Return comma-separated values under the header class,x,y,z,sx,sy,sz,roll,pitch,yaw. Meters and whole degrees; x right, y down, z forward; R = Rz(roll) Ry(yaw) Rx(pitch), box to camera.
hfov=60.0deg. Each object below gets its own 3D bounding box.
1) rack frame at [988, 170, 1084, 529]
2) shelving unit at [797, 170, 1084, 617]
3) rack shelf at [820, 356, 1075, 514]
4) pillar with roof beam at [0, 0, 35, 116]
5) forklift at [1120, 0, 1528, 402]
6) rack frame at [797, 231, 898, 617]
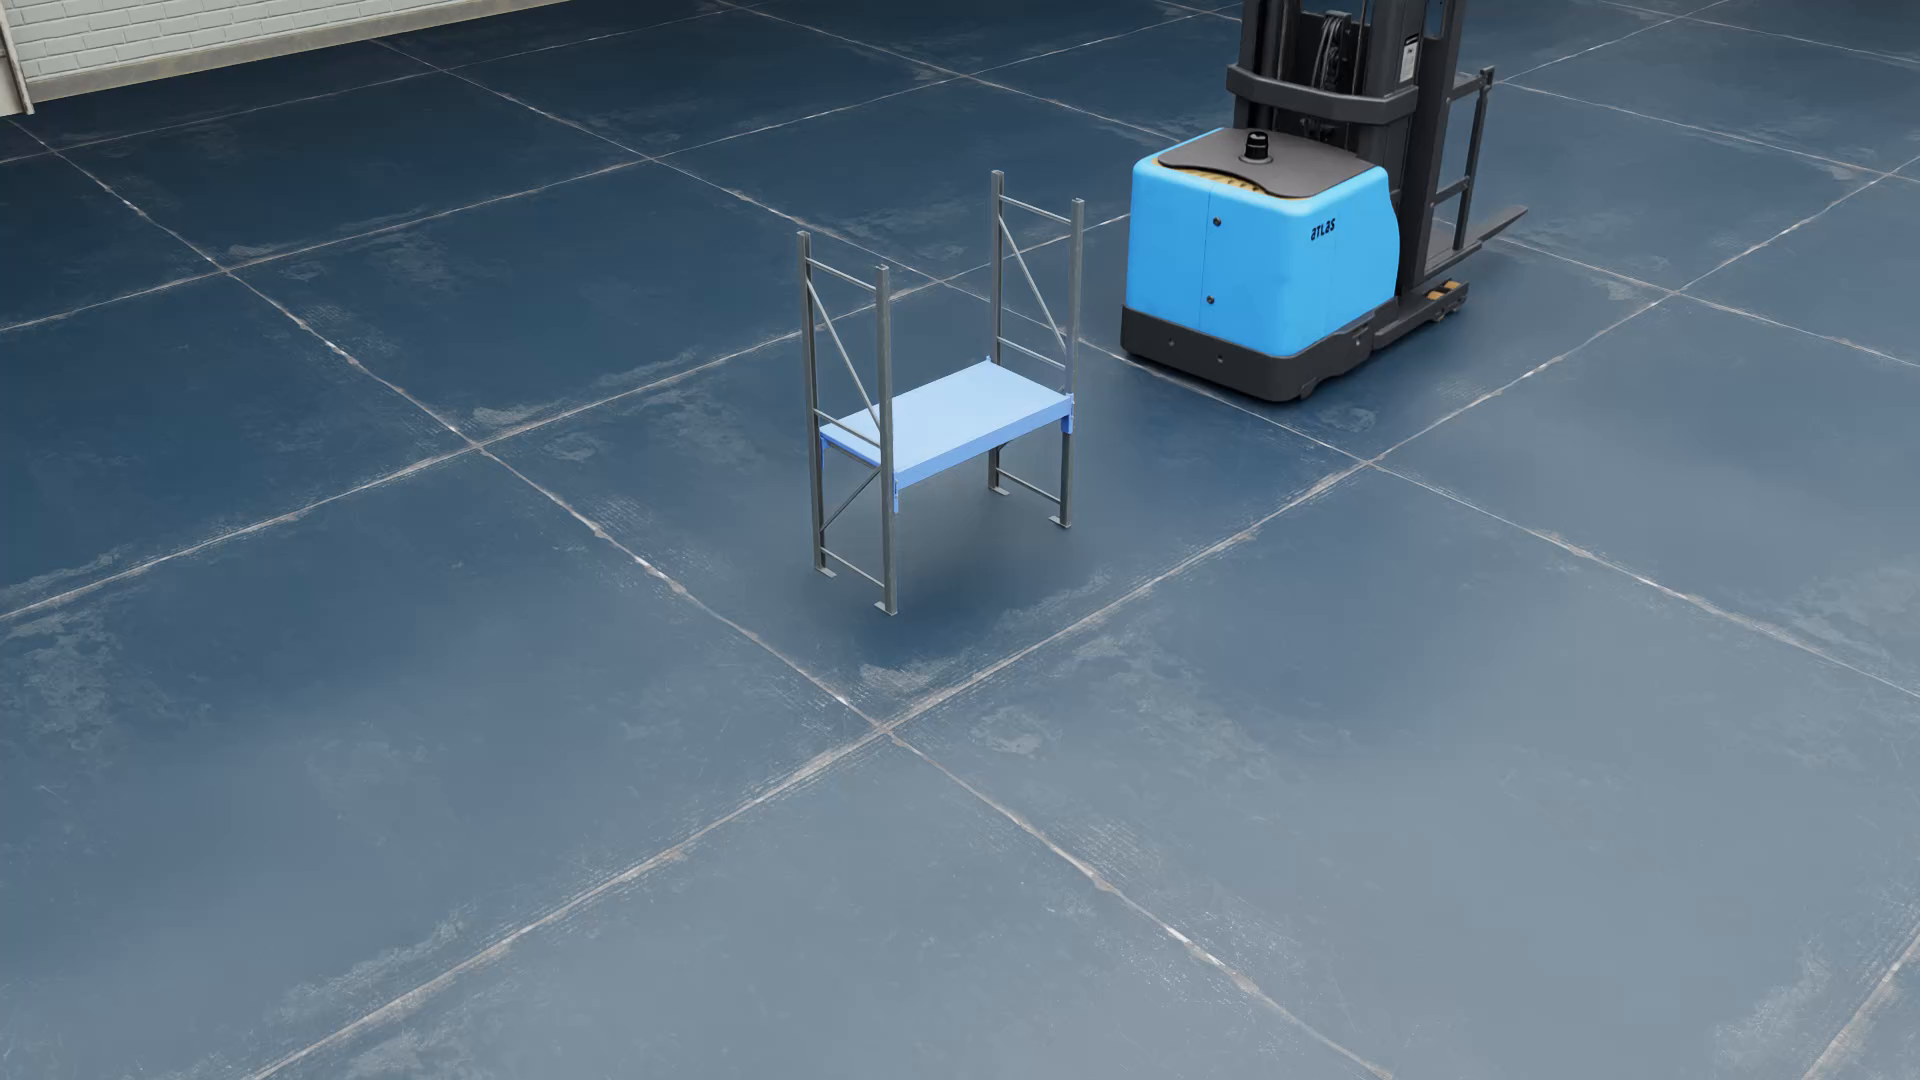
class,x,y,z,sx,sy,sz,roll,pitch,yaw
rack frame,0.310,-0.790,7.104,0.032,1.500,0.500,-26,40,-35
shelving unit,-0.063,-0.610,6.809,1.048,1.500,0.538,-26,40,-35
rack shelf,-0.063,-0.456,6.903,1.000,0.185,0.538,-26,40,-35
pillar with roof beam,-4.272,-5.389,7.437,0.400,9.000,9.100,-26,40,-35
forklift,2.207,-2.620,8.726,1.130,2.935,3.031,25,39,35
rack frame,-0.435,-0.429,6.514,0.032,1.500,0.500,-26,40,-35
